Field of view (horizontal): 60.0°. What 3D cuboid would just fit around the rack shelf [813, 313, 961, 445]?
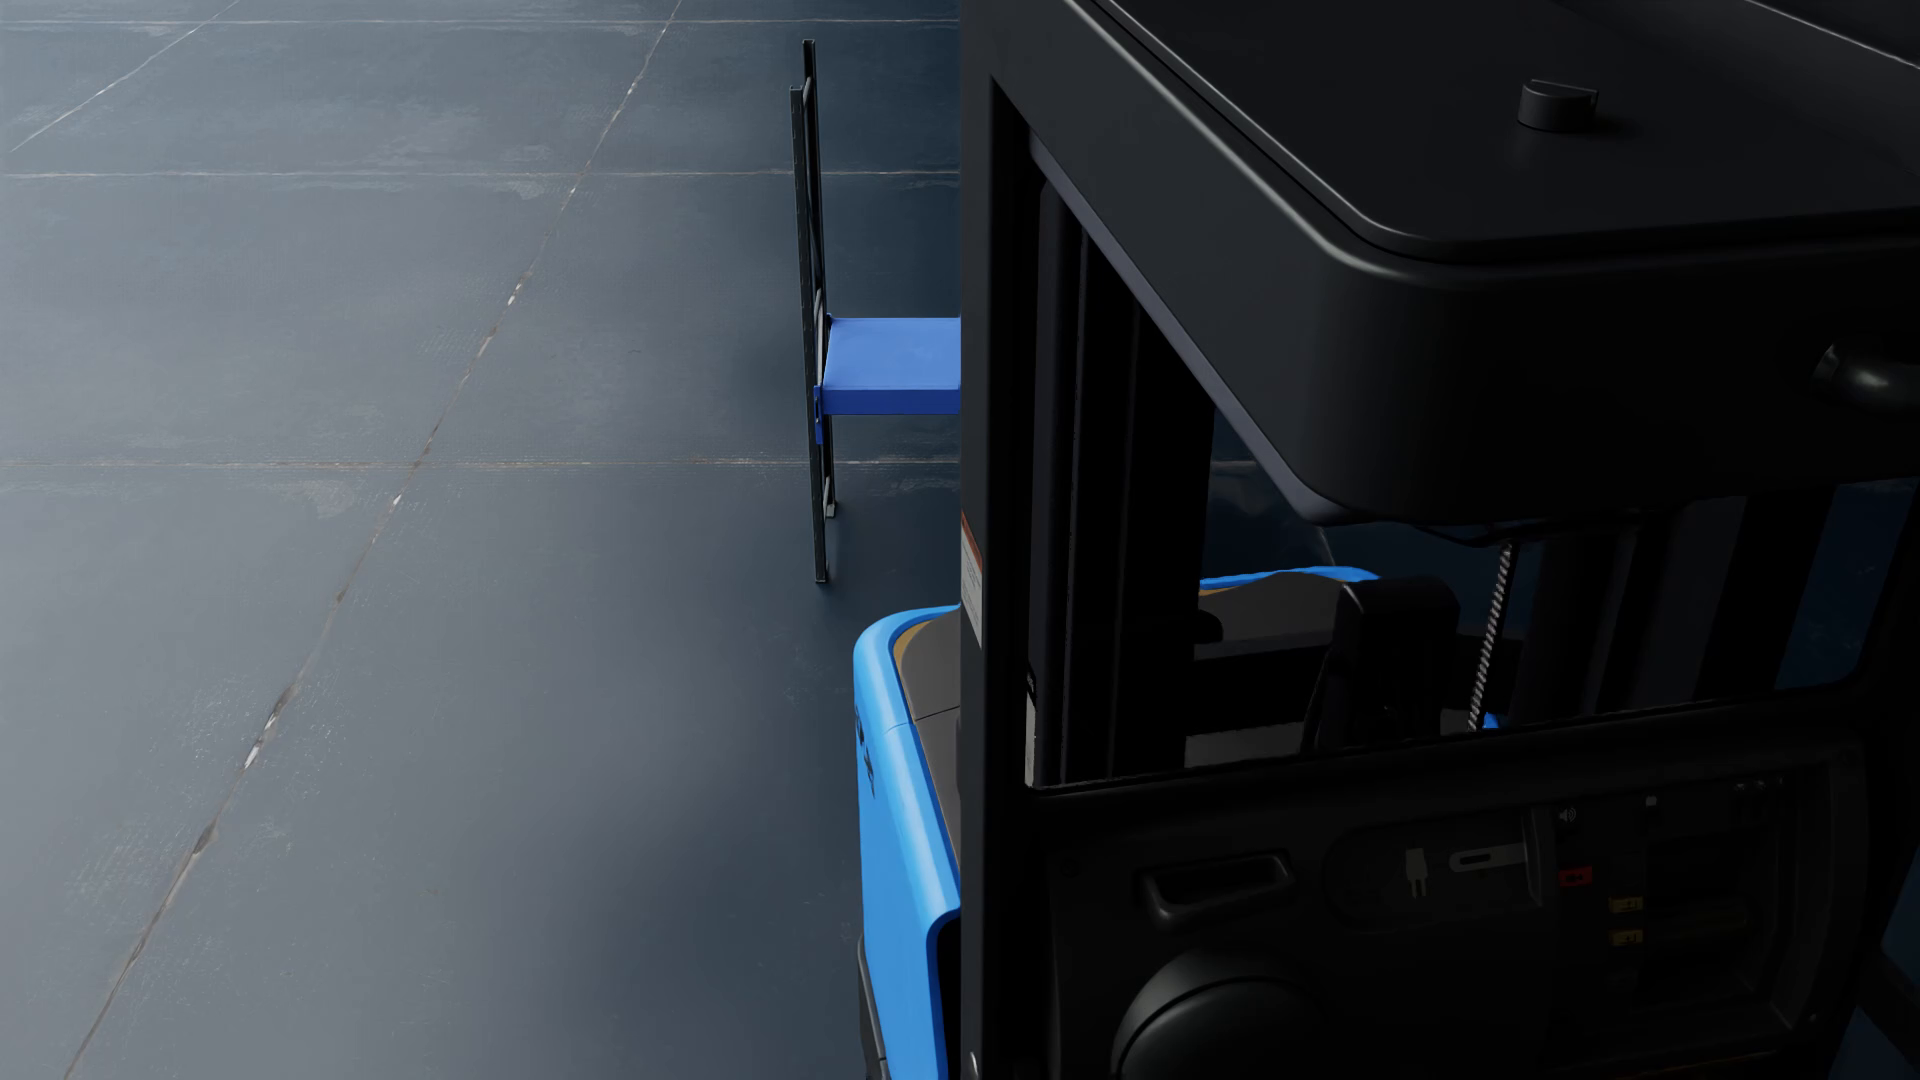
[{"bbox_3d":[0.085,-0.488,4.955,1.000,0.185,0.538,0,31,0],"label":"rack shelf"}]

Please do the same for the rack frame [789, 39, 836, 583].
[{"bbox_3d":[-0.423,-0.640,4.859,0.032,1.500,0.500,0,31,0],"label":"rack frame"}]

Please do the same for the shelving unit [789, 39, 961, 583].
[{"bbox_3d":[0.085,-0.641,4.861,1.048,1.500,0.538,0,31,0],"label":"shelving unit"}]

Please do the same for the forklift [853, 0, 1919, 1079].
[{"bbox_3d":[0.592,0.495,1.608,1.130,2.935,3.031,-6,32,-10],"label":"forklift"}]
